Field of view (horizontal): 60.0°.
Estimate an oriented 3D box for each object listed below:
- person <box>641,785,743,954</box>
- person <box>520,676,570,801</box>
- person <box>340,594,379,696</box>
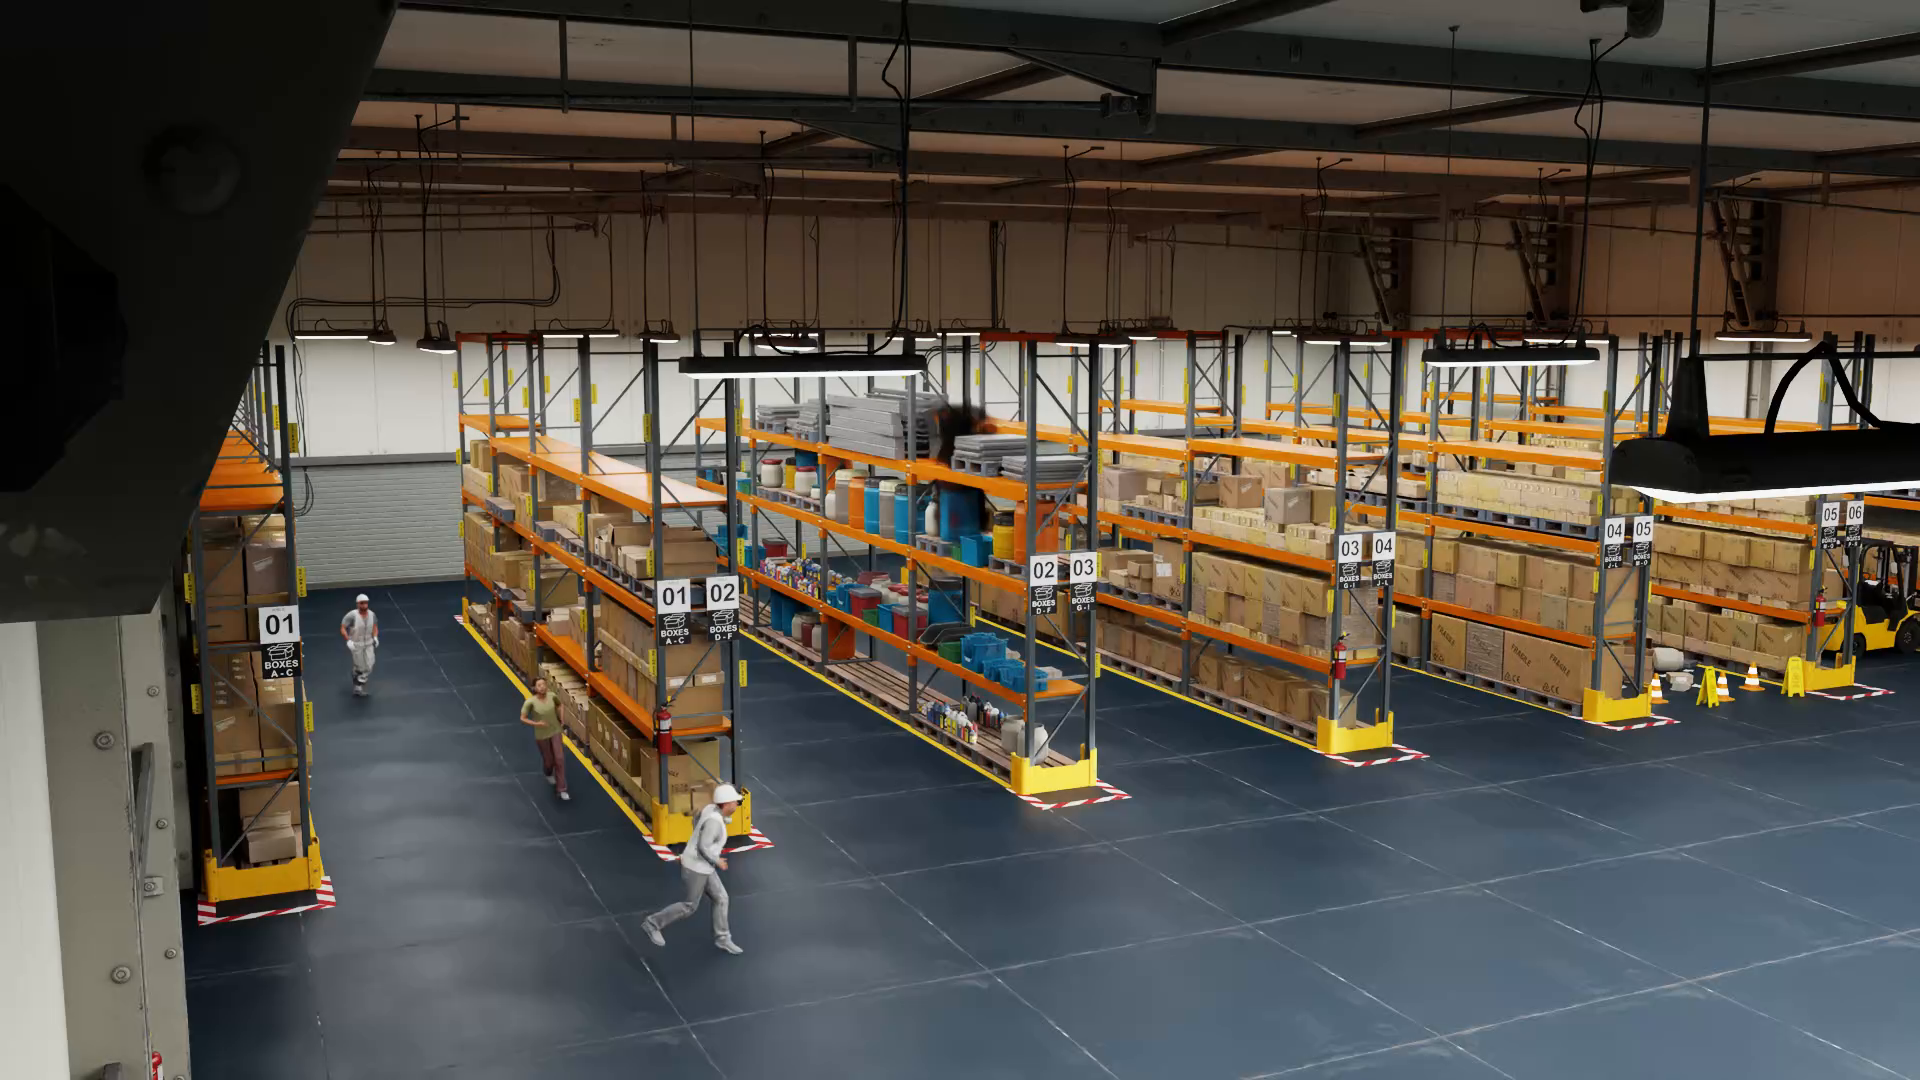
[{"bbox_3d":[-2.662,3.290,16.538,1.024,1.735,0.686,-1,8,-8],"label":"person"},{"bbox_3d":[-5.502,2.584,21.989,0.612,1.624,0.846,-4,9,-30],"label":"person"},{"bbox_3d":[-10.040,1.742,27.796,0.589,1.722,0.660,8,11,44],"label":"person"}]
